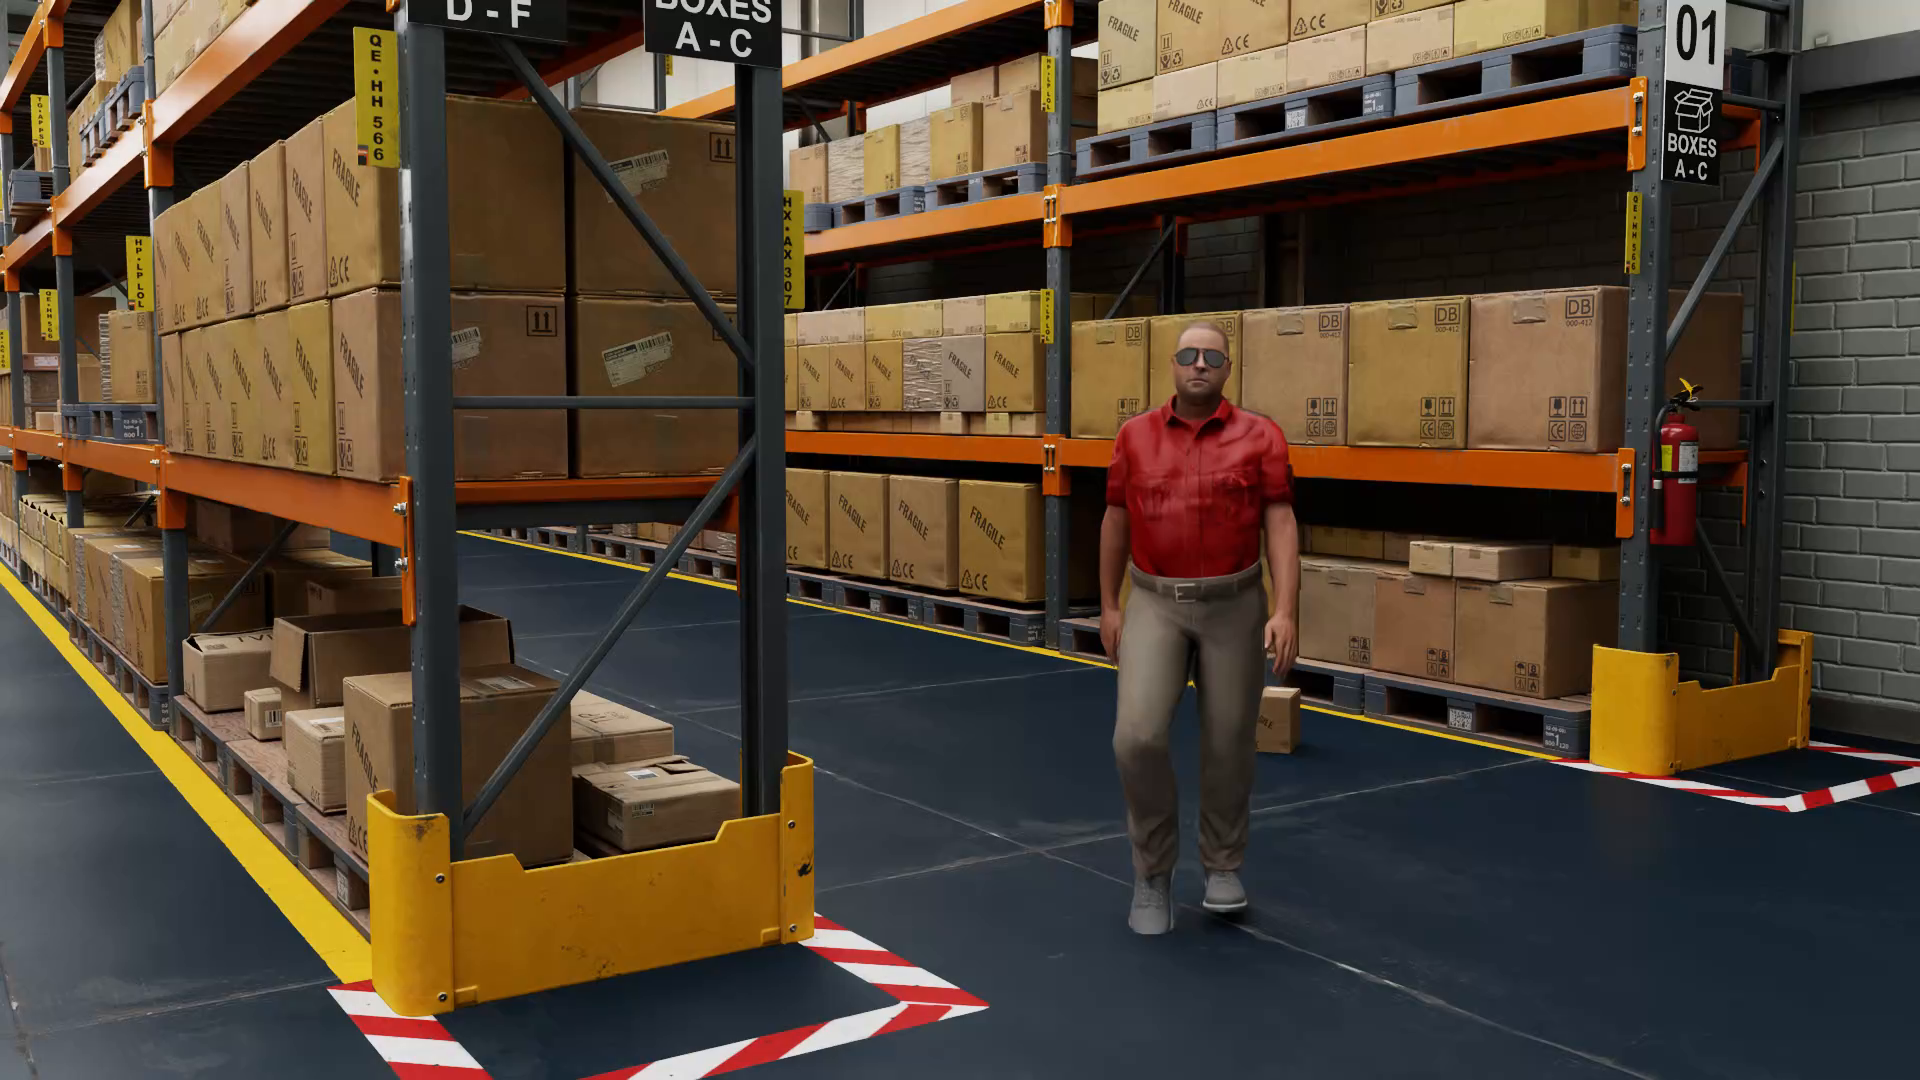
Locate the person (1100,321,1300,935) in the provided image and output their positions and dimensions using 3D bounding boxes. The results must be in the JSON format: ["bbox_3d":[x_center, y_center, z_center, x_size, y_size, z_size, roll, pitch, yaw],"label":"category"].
[{"bbox_3d":[0.678,0.272,4.800,0.585,1.798,0.499,1,5,11],"label":"person"}]
